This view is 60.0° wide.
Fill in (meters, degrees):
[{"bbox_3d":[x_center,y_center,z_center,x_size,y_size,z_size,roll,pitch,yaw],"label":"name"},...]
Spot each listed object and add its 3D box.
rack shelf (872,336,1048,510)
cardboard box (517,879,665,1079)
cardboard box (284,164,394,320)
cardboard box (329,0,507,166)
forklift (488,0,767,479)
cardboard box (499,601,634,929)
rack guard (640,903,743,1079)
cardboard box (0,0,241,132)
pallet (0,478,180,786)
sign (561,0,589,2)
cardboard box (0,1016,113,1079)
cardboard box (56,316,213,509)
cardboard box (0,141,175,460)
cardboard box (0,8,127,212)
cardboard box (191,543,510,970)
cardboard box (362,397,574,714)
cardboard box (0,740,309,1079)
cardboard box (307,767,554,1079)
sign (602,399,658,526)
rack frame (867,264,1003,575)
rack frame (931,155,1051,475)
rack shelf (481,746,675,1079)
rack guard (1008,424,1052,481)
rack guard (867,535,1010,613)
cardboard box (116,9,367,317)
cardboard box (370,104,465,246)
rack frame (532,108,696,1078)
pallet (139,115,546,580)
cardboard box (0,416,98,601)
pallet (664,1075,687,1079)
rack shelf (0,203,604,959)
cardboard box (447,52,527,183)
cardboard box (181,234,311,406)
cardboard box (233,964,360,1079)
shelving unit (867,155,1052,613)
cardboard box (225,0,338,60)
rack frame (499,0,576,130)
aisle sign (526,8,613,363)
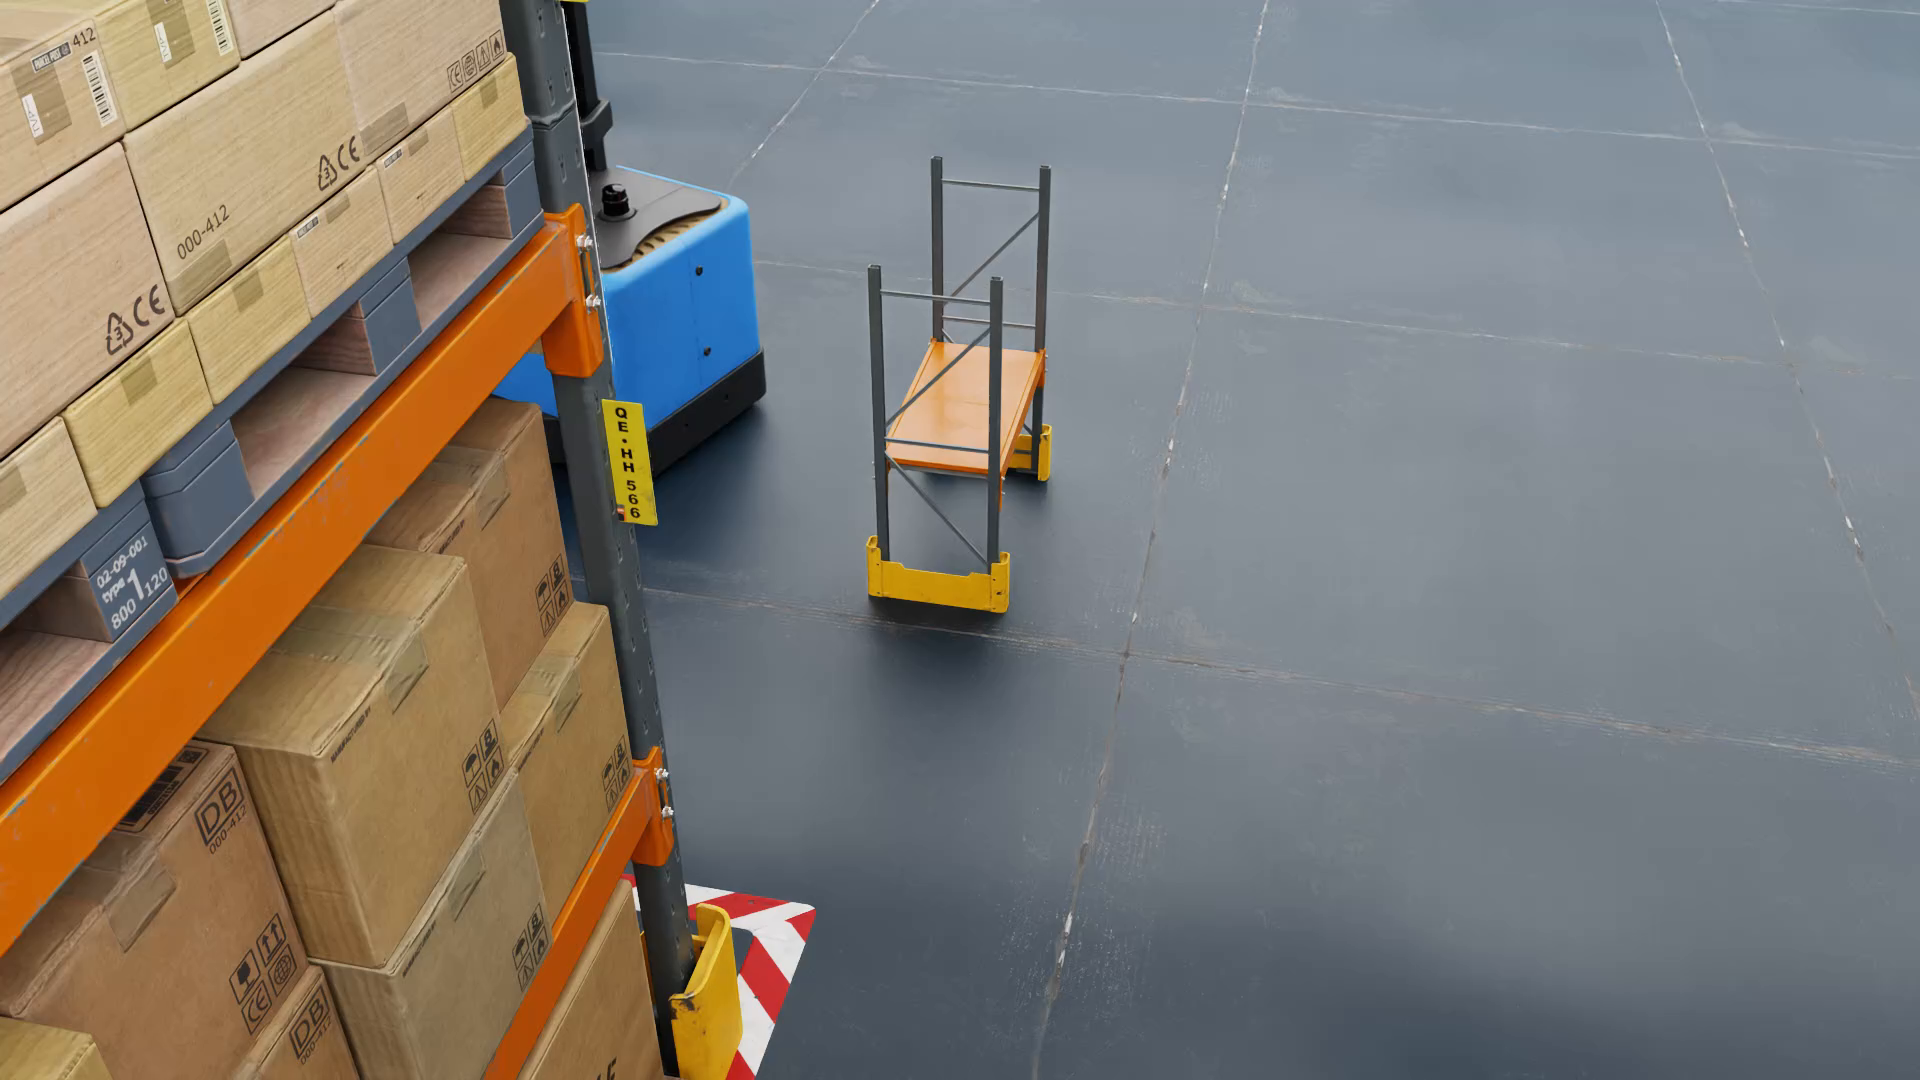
[{"bbox_3d":[0.018,-0.511,6.983,0.538,0.185,1.000,7,37,10],"label":"rack shelf"},{"bbox_3d":[-1.353,1.405,4.208,0.875,0.875,0.875,8,37,10],"label":"cardboard box"},{"bbox_3d":[-1.121,-0.481,2.573,0.380,0.149,0.250,8,37,11],"label":"cardboard box"},{"bbox_3d":[-1.104,-0.852,2.744,0.500,0.250,0.500,8,37,11],"label":"cardboard box"},{"bbox_3d":[-2.475,-2.071,7.610,3.031,2.935,1.130,19,40,25],"label":"forklift"},{"bbox_3d":[-1.307,0.475,3.911,0.875,0.550,0.550,7,37,10],"label":"cardboard box"},{"bbox_3d":[-1.267,1.316,5.008,1.175,0.500,0.348,7,37,10],"label":"rack guard"},{"bbox_3d":[-1.176,-0.655,2.133,0.380,0.149,0.250,8,37,11],"label":"cardboard box"},{"bbox_3d":[-1.679,0.267,1.845,1.003,0.211,1.213,7,37,10],"label":"pallet"},{"bbox_3d":[-0.745,-1.148,3.034,0.100,0.325,0.005,7,37,10],"label":"sign"},{"bbox_3d":[-1.655,0.978,2.296,0.875,0.550,0.500,7,37,10],"label":"cardboard box"},{"bbox_3d":[-1.230,-0.189,2.170,0.380,0.149,0.250,7,36,9],"label":"cardboard box"},{"bbox_3d":[-1.320,-0.277,1.952,0.500,0.250,0.500,7,37,10],"label":"cardboard box"},{"bbox_3d":[-1.231,-0.512,1.935,0.380,0.149,0.250,7,37,10],"label":"cardboard box"},{"bbox_3d":[-1.417,0.354,3.157,0.875,0.550,0.550,7,37,10],"label":"cardboard box"},{"bbox_3d":[-1.389,0.027,3.608,0.875,0.550,0.550,7,37,10],"label":"cardboard box"},{"bbox_3d":[-1.669,0.658,2.738,0.875,0.550,0.550,7,37,10],"label":"cardboard box"},{"bbox_3d":[-1.403,0.793,3.472,0.875,0.550,0.550,7,37,10],"label":"cardboard box"},{"bbox_3d":[-0.745,-0.171,3.742,0.100,0.325,0.005,7,37,10],"label":"sign"},{"bbox_3d":[-0.090,-0.365,6.475,0.500,1.500,0.032,7,37,10],"label":"rack frame"},{"bbox_3d":[0.127,-0.948,7.279,0.500,1.500,0.032,7,37,10],"label":"rack frame"},{"bbox_3d":[-1.699,1.755,2.885,1.077,0.370,4.000,7,37,10],"label":"rack shelf"},{"bbox_3d":[0.123,-0.430,7.631,0.587,0.250,0.087,7,37,10],"label":"rack guard"},{"bbox_3d":[-0.090,0.141,6.843,0.587,0.250,0.087,7,37,10],"label":"rack guard"},{"bbox_3d":[-1.211,-0.565,2.349,0.500,0.250,0.500,7,37,10],"label":"cardboard box"},{"bbox_3d":[-1.067,-0.628,2.776,0.380,0.149,0.250,8,37,10],"label":"cardboard box"},{"bbox_3d":[-1.272,0.318,4.256,1.000,3.000,0.127,7,37,10],"label":"rack frame"},{"bbox_3d":[-1.421,-0.435,2.813,1.003,0.211,1.213,7,37,10],"label":"pallet"},{"bbox_3d":[-1.284,-0.044,1.970,0.380,0.149,0.250,8,37,10],"label":"cardboard box"},{"bbox_3d":[-1.367,1.915,4.428,1.003,0.211,1.213,7,37,10],"label":"pallet"},{"bbox_3d":[-1.699,0.541,2.005,1.077,0.370,4.000,7,37,10],"label":"rack shelf"},{"bbox_3d":[-1.012,-0.773,2.975,0.380,0.149,0.250,7,37,10],"label":"cardboard box"},{"bbox_3d":[-1.176,-0.336,2.373,0.380,0.149,0.250,8,37,10],"label":"cardboard box"},{"bbox_3d":[-1.646,1.099,3.050,0.875,0.550,0.550,7,37,10],"label":"cardboard box"},{"bbox_3d":[0.016,-0.651,6.870,0.587,1.500,1.083,7,37,10],"label":"shelving unit"},{"bbox_3d":[-1.122,-0.803,2.338,0.380,0.149,0.250,8,37,11],"label":"cardboard box"},{"bbox_3d":[-1.272,-2.112,2.495,1.000,3.000,0.127,7,37,10],"label":"rack frame"},{"bbox_3d":[-0.964,-0.738,3.497,0.394,0.787,0.004,7,37,10],"label":"aisle sign"}]
